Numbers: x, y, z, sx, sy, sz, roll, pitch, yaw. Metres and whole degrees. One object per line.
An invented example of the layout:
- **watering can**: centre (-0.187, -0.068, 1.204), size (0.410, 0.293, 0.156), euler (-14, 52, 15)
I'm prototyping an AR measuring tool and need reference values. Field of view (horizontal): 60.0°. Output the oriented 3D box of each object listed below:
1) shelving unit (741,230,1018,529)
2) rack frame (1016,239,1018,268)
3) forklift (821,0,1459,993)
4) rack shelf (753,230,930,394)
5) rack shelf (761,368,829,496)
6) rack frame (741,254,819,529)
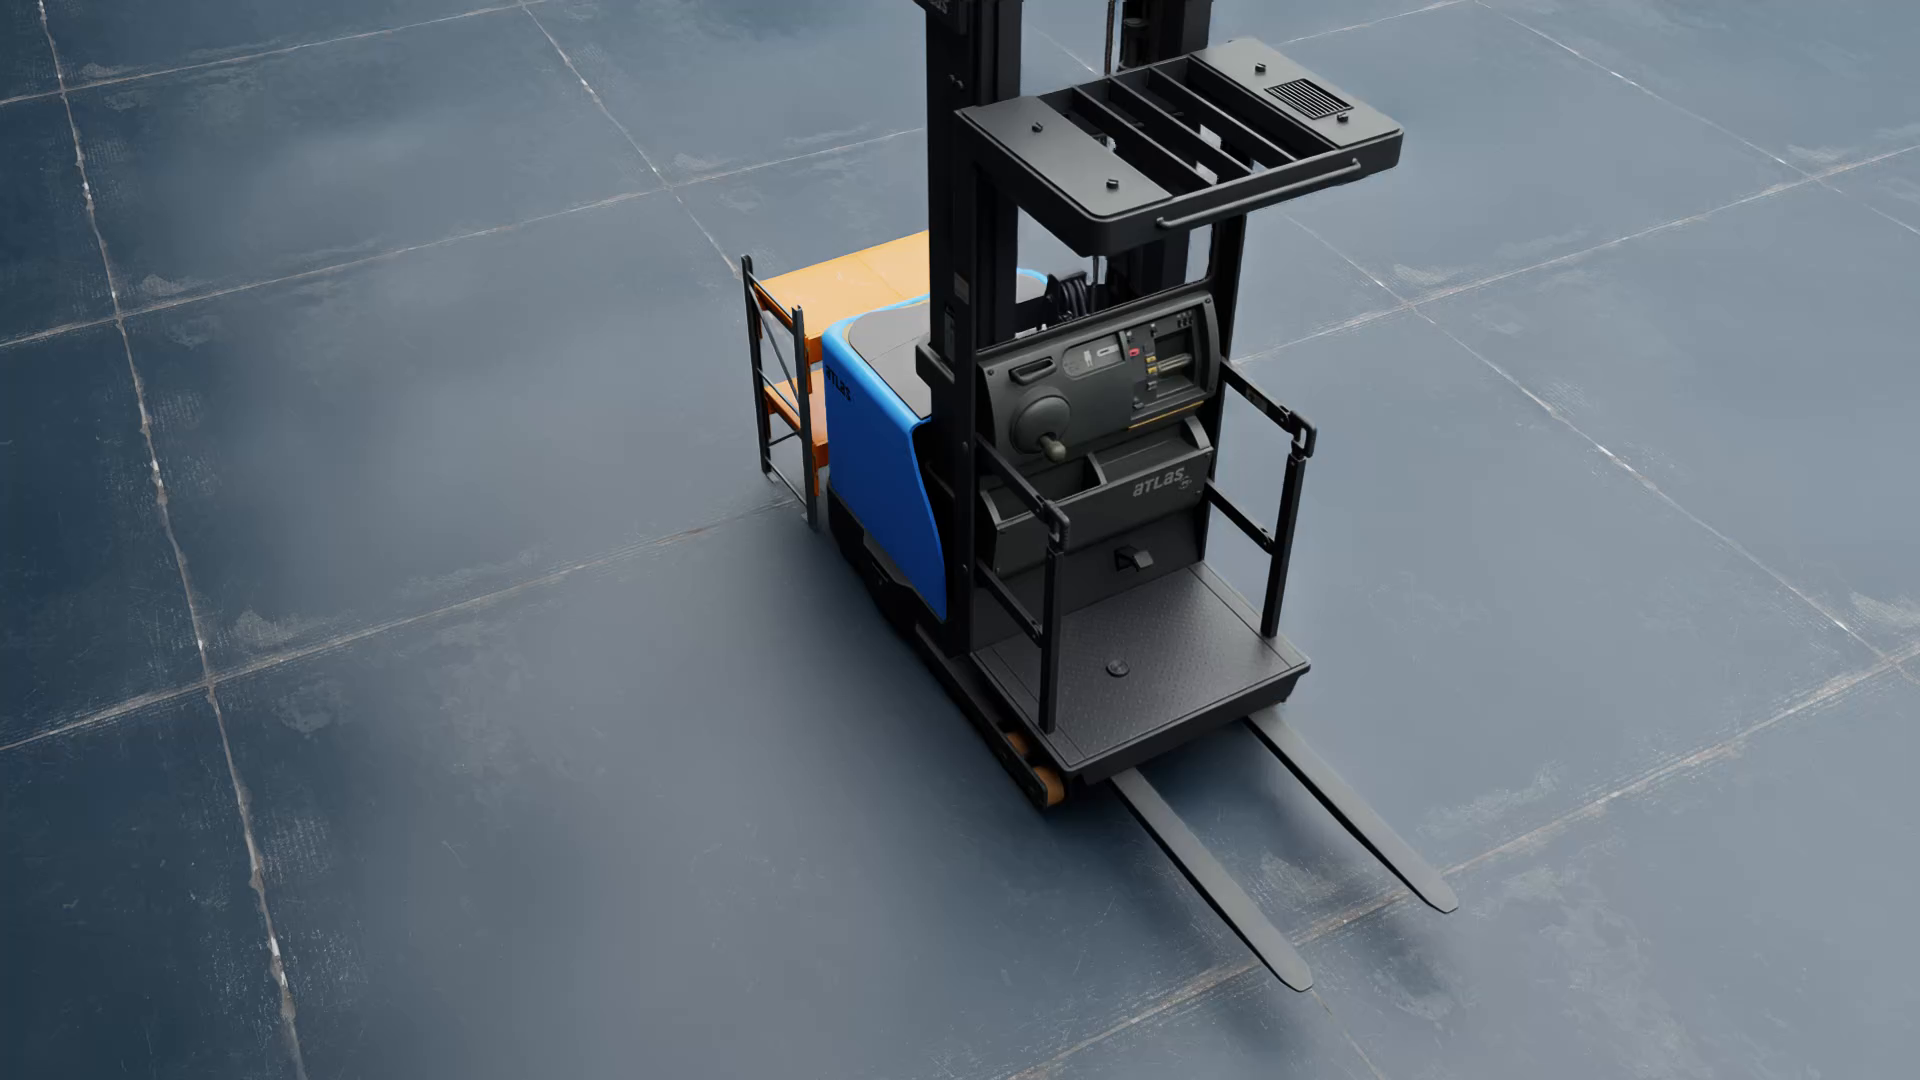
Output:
- **shelving unit**: centre (-0.333, -0.792, 7.314), size (1.048, 1.125, 0.538), euler (-22, 45, -24)
- **rack frame**: centre (0.100, -0.964, 7.518), size (0.032, 1.125, 0.500), euler (-22, 45, -24)
- **forklift**: centre (0.603, -0.482, 5.550), size (1.130, 2.935, 3.031), euler (-20, 44, -22)
- **rack shelf**: centre (-0.333, -1.015, 7.125), size (1.000, 0.278, 0.538), euler (-22, 45, -24)
- **rack shelf**: centre (-0.333, -0.605, 7.472), size (1.000, 0.278, 0.538), euler (-22, 45, -24)
- **rack frame**: centre (-0.766, -0.619, 7.111), size (0.032, 1.125, 0.500), euler (-22, 45, -24)
